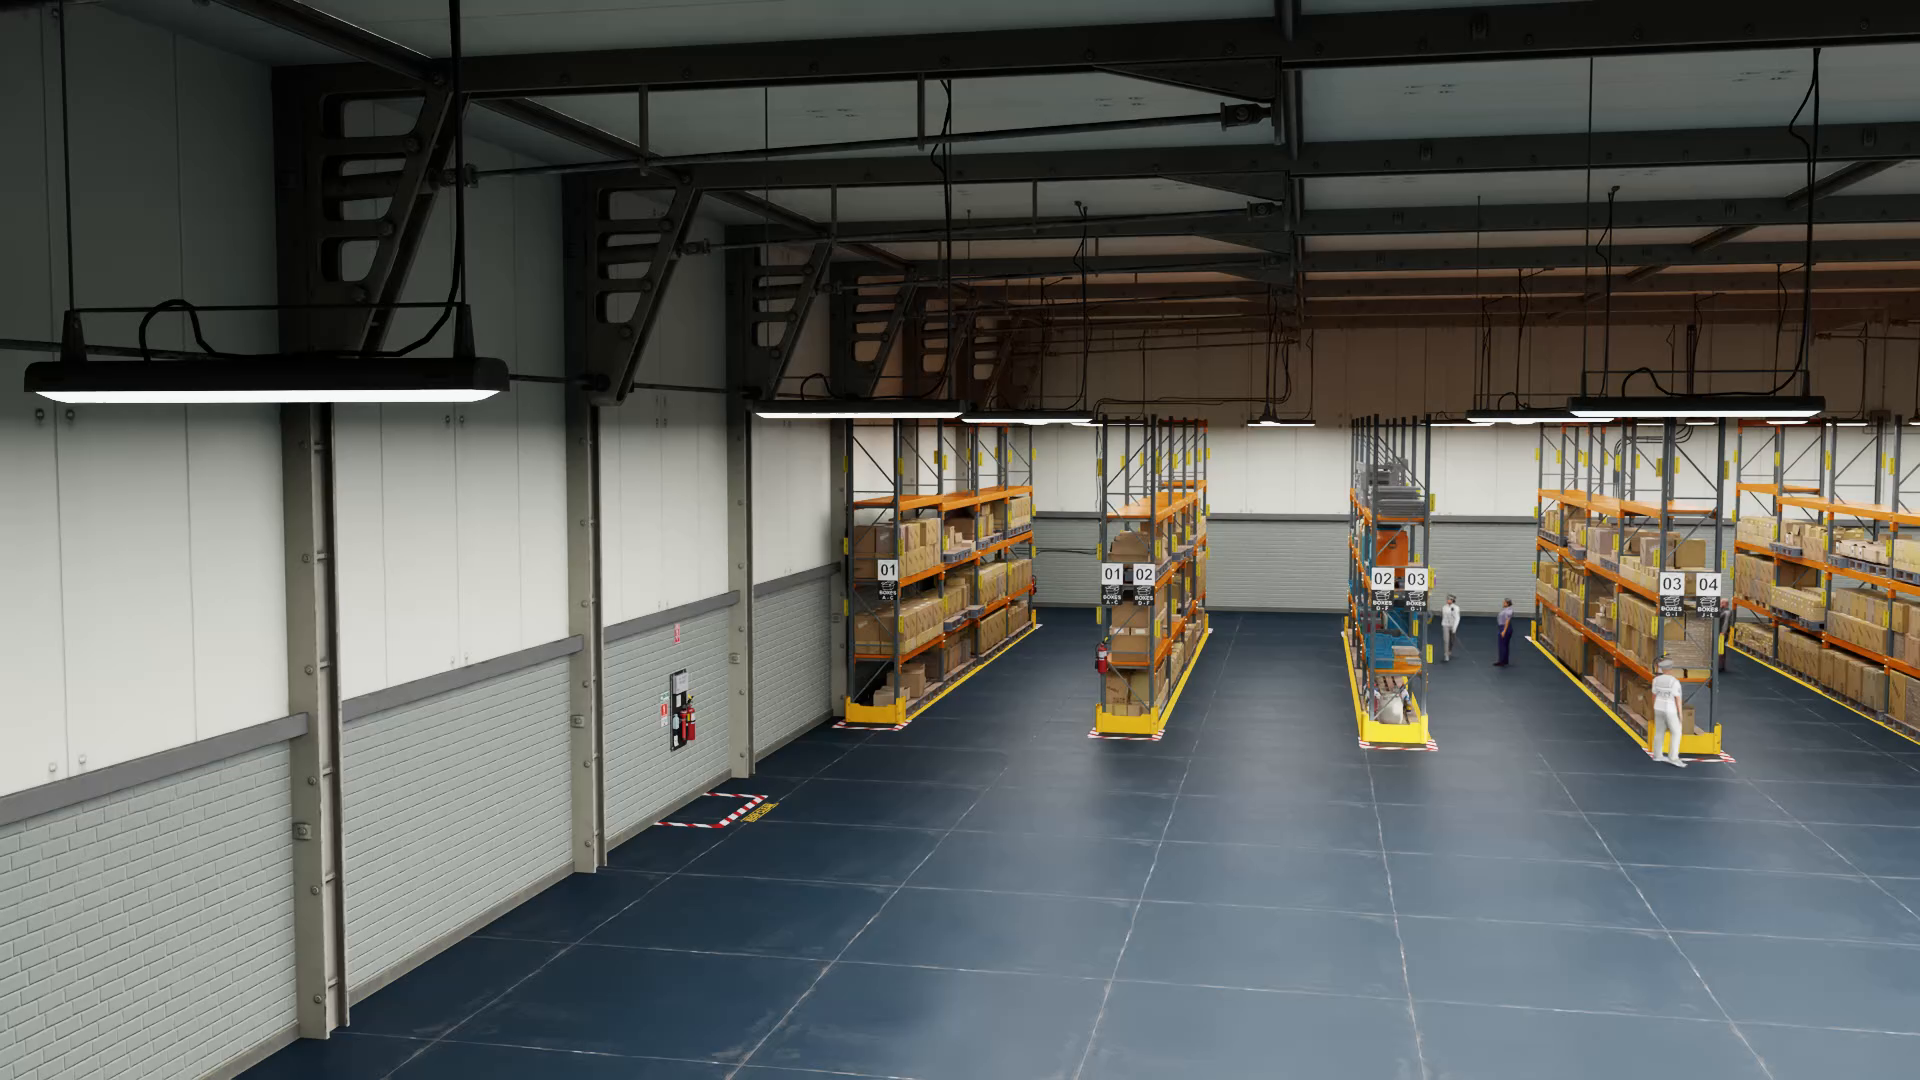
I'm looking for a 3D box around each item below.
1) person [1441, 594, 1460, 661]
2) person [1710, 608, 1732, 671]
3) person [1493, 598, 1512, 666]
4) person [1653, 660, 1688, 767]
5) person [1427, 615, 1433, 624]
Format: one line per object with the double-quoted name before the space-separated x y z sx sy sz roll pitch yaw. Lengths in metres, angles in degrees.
"person" 6.046 1.350 41.743 12.707 3.173 1.130 0 4 5
"person" 18.070 2.354 39.535 0.477 1.486 0.537 2 4 23
"person" 17.273 2.635 34.232 12.625 1.639 8.607 2 4 22
"person" 12.162 2.958 28.422 0.394 1.806 0.596 -2 4 -31
"person" 13.389 1.640 48.293 0.891 1.750 0.569 -4 5 -44
